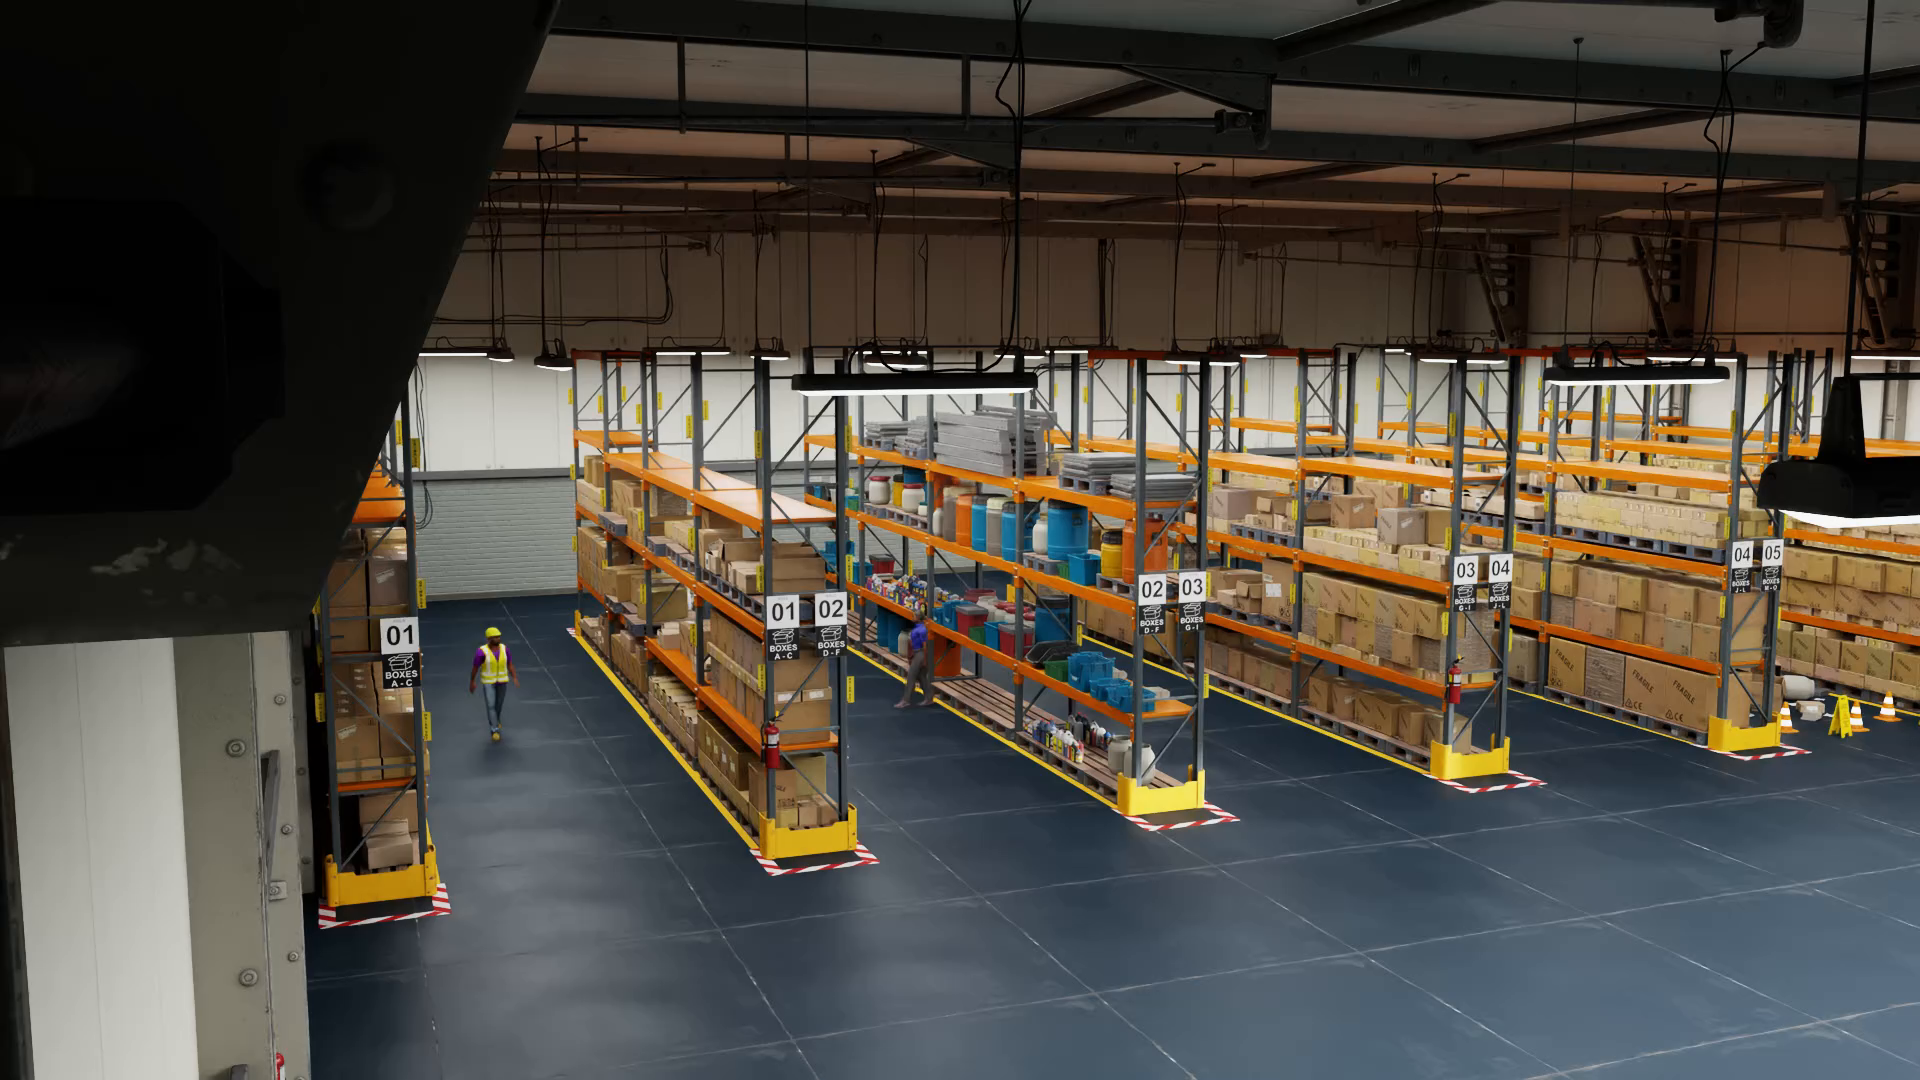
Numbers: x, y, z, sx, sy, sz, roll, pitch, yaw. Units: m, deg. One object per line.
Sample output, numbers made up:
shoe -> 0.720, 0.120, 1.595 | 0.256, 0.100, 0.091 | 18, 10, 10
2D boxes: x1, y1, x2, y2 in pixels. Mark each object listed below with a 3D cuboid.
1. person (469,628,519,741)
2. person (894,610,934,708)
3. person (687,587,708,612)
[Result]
person -> -7.308, 2.222, 26.097 | 0.703, 1.705, 1.079 | -4, 8, -30
person -> -0.789, 2.015, 28.252 | 0.681, 1.660, 0.574 | 0, 7, -1
person -> -5.389, 1.267, 34.118 | 0.493, 1.617, 1.049 | -3, 8, -21
